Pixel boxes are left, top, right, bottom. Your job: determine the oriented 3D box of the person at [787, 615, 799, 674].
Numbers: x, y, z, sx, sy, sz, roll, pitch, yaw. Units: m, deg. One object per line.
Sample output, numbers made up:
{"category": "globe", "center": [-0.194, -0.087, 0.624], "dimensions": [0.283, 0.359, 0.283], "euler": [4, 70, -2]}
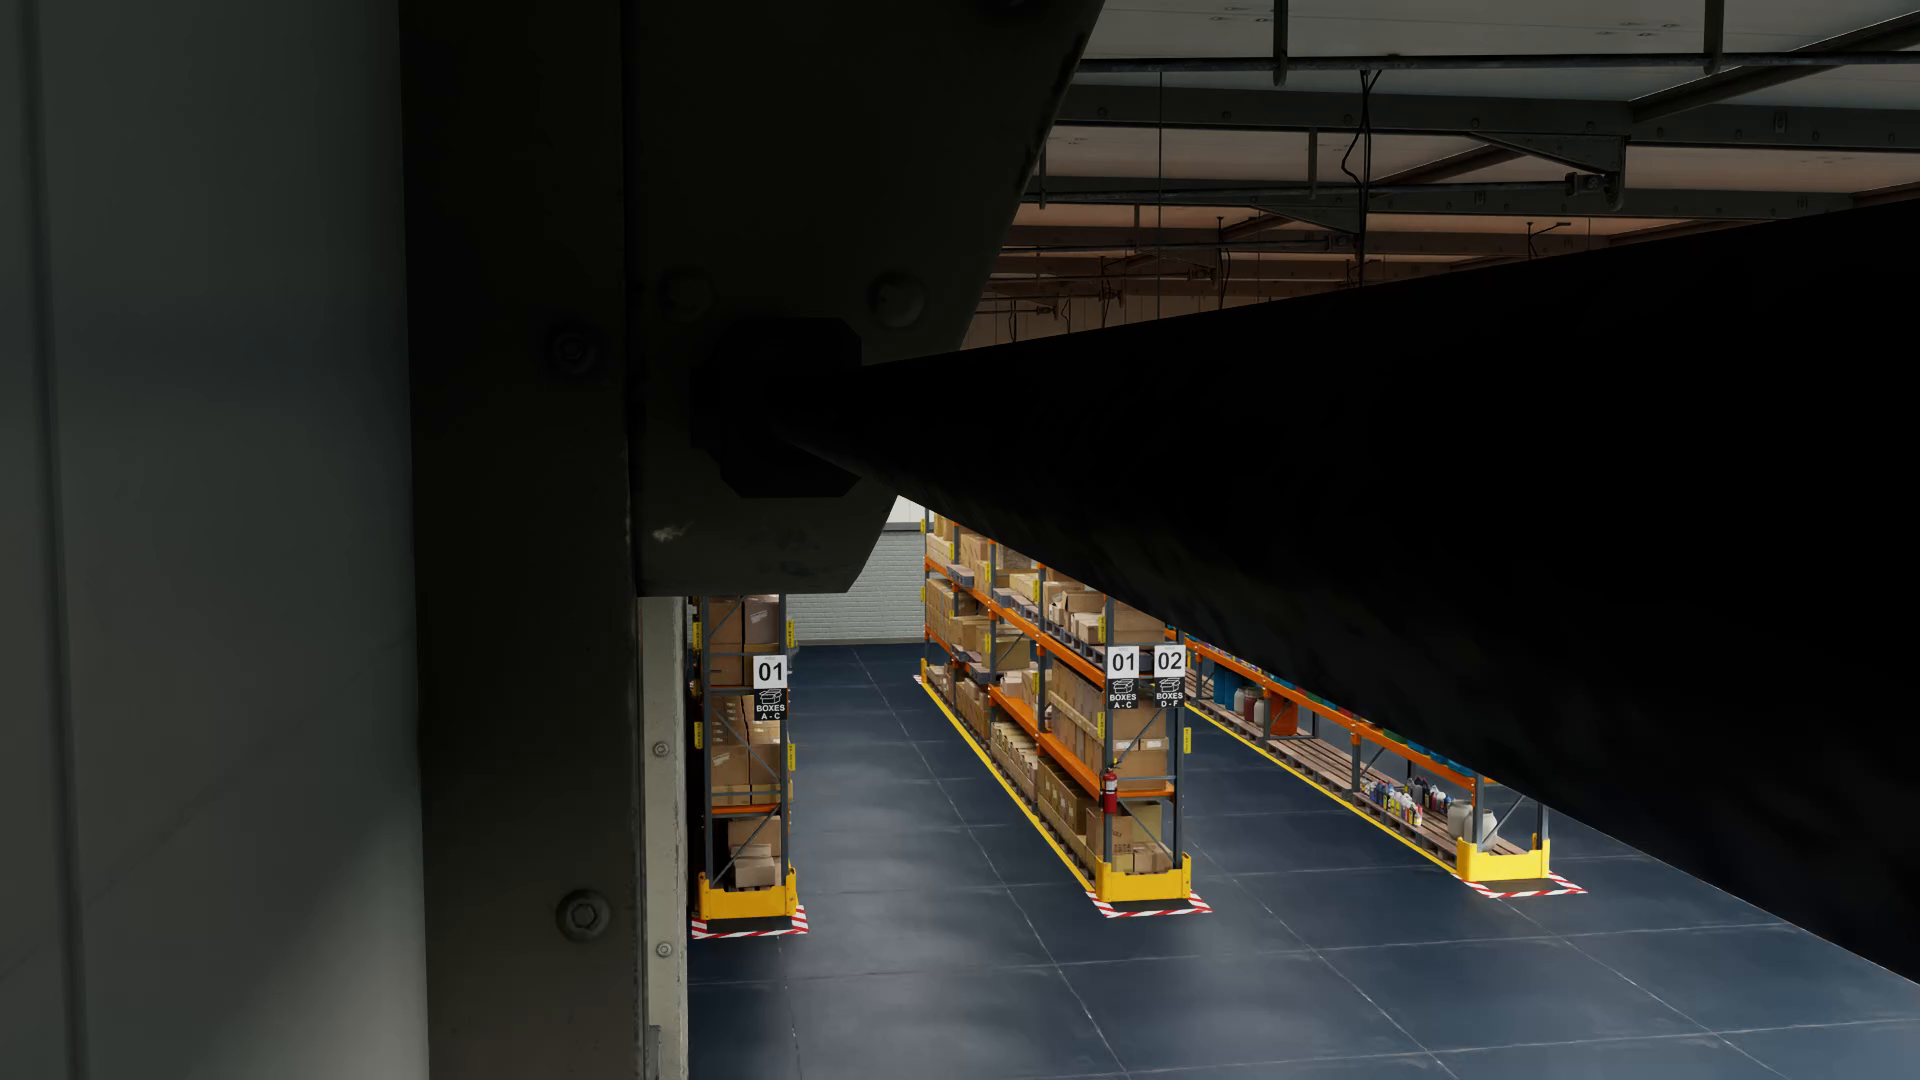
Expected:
{"category": "person", "center": [-3.872, 2.199, 37.372], "dimensions": [0.500, 1.647, 0.471], "euler": [0, 5, -2]}
